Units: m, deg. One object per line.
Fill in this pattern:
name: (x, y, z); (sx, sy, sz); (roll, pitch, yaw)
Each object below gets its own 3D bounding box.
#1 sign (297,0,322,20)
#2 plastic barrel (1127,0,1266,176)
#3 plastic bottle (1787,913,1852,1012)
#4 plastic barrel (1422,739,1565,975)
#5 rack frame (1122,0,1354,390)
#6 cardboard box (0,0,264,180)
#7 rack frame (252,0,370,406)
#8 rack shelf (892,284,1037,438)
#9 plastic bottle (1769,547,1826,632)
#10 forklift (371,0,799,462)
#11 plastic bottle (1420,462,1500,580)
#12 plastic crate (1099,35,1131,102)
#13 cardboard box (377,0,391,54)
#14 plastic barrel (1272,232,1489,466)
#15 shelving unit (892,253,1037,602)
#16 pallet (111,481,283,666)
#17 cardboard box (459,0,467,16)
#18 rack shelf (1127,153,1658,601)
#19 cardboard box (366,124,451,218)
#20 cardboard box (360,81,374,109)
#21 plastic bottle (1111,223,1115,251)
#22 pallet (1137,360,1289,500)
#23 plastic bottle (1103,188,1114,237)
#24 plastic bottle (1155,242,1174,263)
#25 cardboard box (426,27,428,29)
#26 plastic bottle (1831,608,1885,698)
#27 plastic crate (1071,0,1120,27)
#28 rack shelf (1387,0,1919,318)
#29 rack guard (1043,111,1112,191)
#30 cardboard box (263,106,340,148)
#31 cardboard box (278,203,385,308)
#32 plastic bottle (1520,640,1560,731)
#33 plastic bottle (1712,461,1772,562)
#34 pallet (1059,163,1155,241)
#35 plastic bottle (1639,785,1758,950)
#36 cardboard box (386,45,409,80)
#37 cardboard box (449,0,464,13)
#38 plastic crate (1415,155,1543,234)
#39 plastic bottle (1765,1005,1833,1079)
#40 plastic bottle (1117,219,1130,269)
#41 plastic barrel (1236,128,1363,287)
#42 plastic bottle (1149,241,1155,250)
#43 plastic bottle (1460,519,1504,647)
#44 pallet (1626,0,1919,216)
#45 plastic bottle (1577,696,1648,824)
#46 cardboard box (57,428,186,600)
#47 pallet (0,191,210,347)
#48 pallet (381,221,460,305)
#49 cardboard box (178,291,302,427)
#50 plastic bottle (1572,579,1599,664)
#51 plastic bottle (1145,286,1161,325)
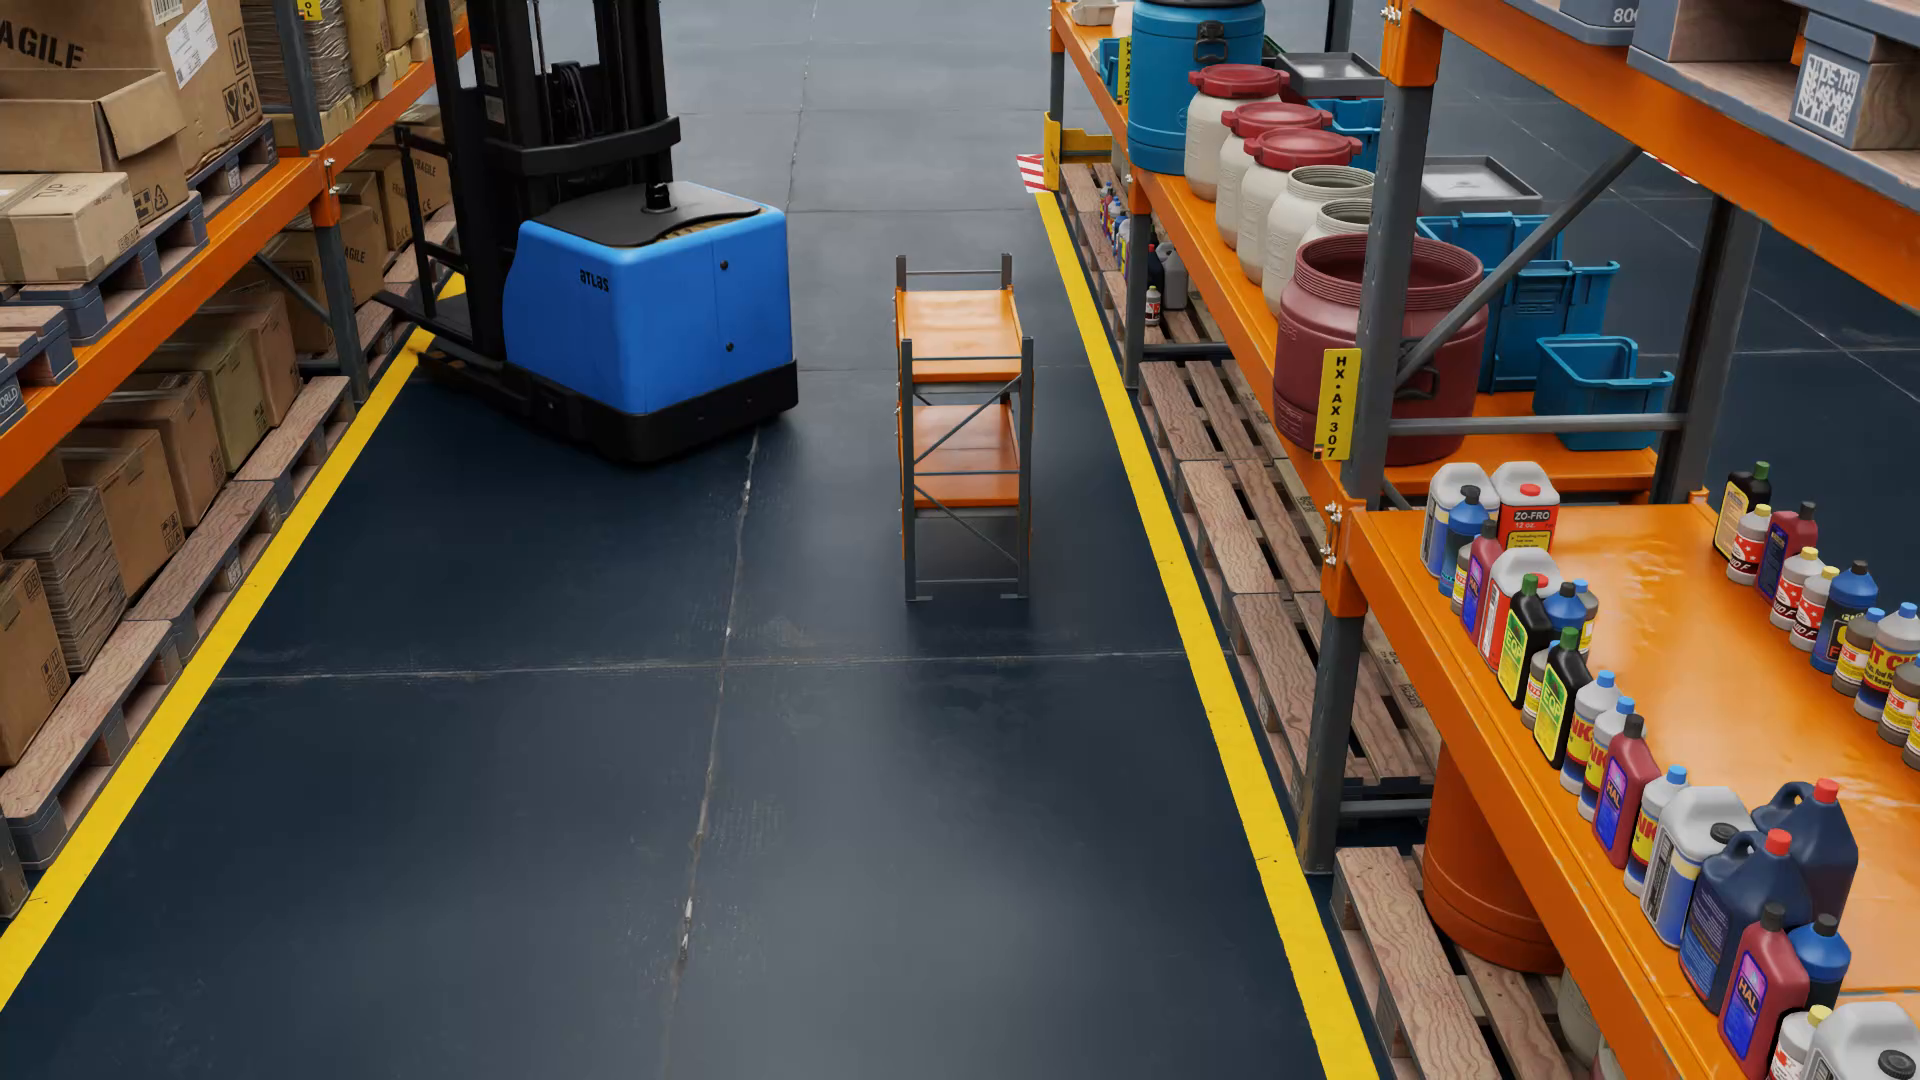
sign: (-3.024, -2.568, 7.678); (0.100, 0.325, 0.005); (-1, 28, -3)
plastic barrel: (1.086, -2.196, 7.674); (0.600, 0.901, 0.708); (-1, 28, -3)
plastic bottle: (1.398, 0.732, 2.743); (0.097, 0.271, 0.097); (0, 28, 0)
plastic barrel: (1.619, 0.690, 4.576); (0.600, 0.830, 0.708); (-1, 28, -3)
rack frame: (1.368, -2.159, 8.146); (1.000, 3.000, 0.127); (-1, 28, -3)
cardboard box: (-3.677, -2.121, 6.971); (1.000, 1.000, 1.000); (-1, 28, -2)
rack frame: (-3.578, -2.039, 7.916); (1.000, 3.000, 0.127); (-1, 28, -3)
rack shelf: (0.000, -0.755, 6.849); (0.538, 0.278, 1.000); (-1, 28, -3)
plastic bottle: (2.024, 0.113, 4.004); (0.097, 0.201, 0.097); (0, 28, 0)
forklift: (-2.240, -2.233, 8.362); (3.031, 2.935, 1.130); (23, 35, 37)
plastic bottle: (1.277, -0.049, 4.235); (0.152, 0.276, 0.135); (-1, 28, -3)
plastic crate: (1.039, -2.598, 9.148); (0.499, 0.251, 0.616); (-1, 28, -3)
cardboard box: (-3.658, -2.885, 9.108); (0.875, 0.500, 0.500); (-1, 28, -3)
plastic barrel: (1.250, -0.579, 4.969); (0.600, 0.536, 0.708); (-1, 28, -3)
shelving unit: (0.000, -0.496, 6.984); (0.538, 1.125, 1.048); (-1, 28, -3)
pallet: (-3.469, 0.121, 6.789); (1.003, 0.211, 1.213); (-1, 28, -3)
cardboard box: (-3.566, -3.649, 11.274); (0.380, 0.149, 0.250); (-1, 28, -3)
rack shelf: (1.472, -0.916, 6.541); (1.077, 0.370, 4.000); (-1, 28, -3)
cardboard box: (-3.706, -2.400, 10.858); (0.500, 0.500, 0.500); (6, 28, 11)
cardboard box: (-3.352, -2.380, 8.842); (0.380, 0.149, 0.250); (-1, 28, -3)
plastic bottle: (0.971, -1.865, 10.133); (0.097, 0.201, 0.097); (0, 28, 0)
pallet: (1.448, -0.561, 8.097); (1.003, 0.211, 1.213); (-1, 28, -3)
plastic bottle: (0.936, -2.047, 10.393); (0.061, 0.283, 0.133); (-1, 28, -2)
plastic bottle: (1.183, -1.541, 9.430); (0.152, 0.276, 0.135); (-1, 28, -3)
cardboard box: (-3.520, -3.187, 10.388); (0.380, 0.149, 0.250); (-1, 28, -3)
plastic bottle: (2.039, 0.248, 3.746); (0.097, 0.201, 0.097); (0, 28, 0)
plastic crate: (0.885, -3.468, 10.941); (0.298, 0.136, 0.250); (-1, 28, -3)
rack shelf: (1.681, -0.399, 2.306); (1.077, 0.370, 4.000); (-1, 28, -3)
rack guard: (1.210, -2.864, 12.200); (1.175, 0.500, 0.348); (-1, 28, -3)
cardboard box: (-3.289, -2.035, 8.179); (0.380, 0.149, 0.250); (-1, 28, -3)
cardboard box: (-3.597, -1.567, 9.260); (0.500, 0.500, 0.500); (7, 28, 14)
plastic bottle: (1.287, 0.313, 3.620); (0.097, 0.201, 0.097); (0, 28, 0)
plastic bottle: (2.024, -0.083, 4.293); (0.061, 0.283, 0.133); (-1, 28, -3)
pallet: (1.247, -2.361, 11.548); (1.003, 0.211, 1.213); (-1, 28, -3)
plastic bottle: (1.349, 0.591, 3.007); (0.152, 0.276, 0.135); (-1, 28, -3)
cardboard box: (-3.381, -2.727, 9.506); (0.380, 0.149, 0.250); (-1, 28, -3)
cardboard box: (-3.640, -3.580, 10.441); (0.875, 0.500, 0.500); (-1, 28, -3)
plastic crate: (1.798, -1.094, 6.034); (0.402, 0.464, 0.583); (-1, 28, -3)
plastic bottle: (1.344, 0.826, 2.638); (0.097, 0.201, 0.097); (0, 28, 0)
plastic bottle: (1.015, -1.750, 9.831); (0.152, 0.276, 0.135); (-1, 28, -2)
plastic barrel: (1.260, -1.233, 6.224); (0.433, 0.535, 0.433); (0, 28, 0)
plastic bottle: (1.037, -1.559, 9.383); (0.144, 0.351, 0.185); (-3, 28, -5)
plastic bottle: (1.248, 0.101, 3.940); (0.061, 0.283, 0.133); (-1, 28, -3)
pallet: (1.585, -0.594, 2.106); (1.003, 0.211, 1.213); (-1, 28, -3)
plastic bottle: (1.304, 0.434, 3.313); (0.097, 0.271, 0.097); (0, 28, 0)
cardboard box: (-3.502, -0.105, 6.436); (0.700, 0.500, 0.500); (1, 28, 2)
pallet: (-3.514, -1.020, 6.170); (1.003, 0.211, 1.213); (-1, 28, -3)
pallet: (-3.715, -1.677, 10.237); (1.003, 0.211, 1.213); (-1, 28, -3)
cardboard box: (-3.568, -0.842, 7.848); (0.700, 0.500, 0.500); (-3, 28, -7)
plastic bottle: (1.424, 0.186, 3.864); (0.097, 0.201, 0.097); (0, 28, 0)
plastic bottle: (1.038, -1.273, 8.998); (0.097, 0.201, 0.097); (0, 28, 0)
